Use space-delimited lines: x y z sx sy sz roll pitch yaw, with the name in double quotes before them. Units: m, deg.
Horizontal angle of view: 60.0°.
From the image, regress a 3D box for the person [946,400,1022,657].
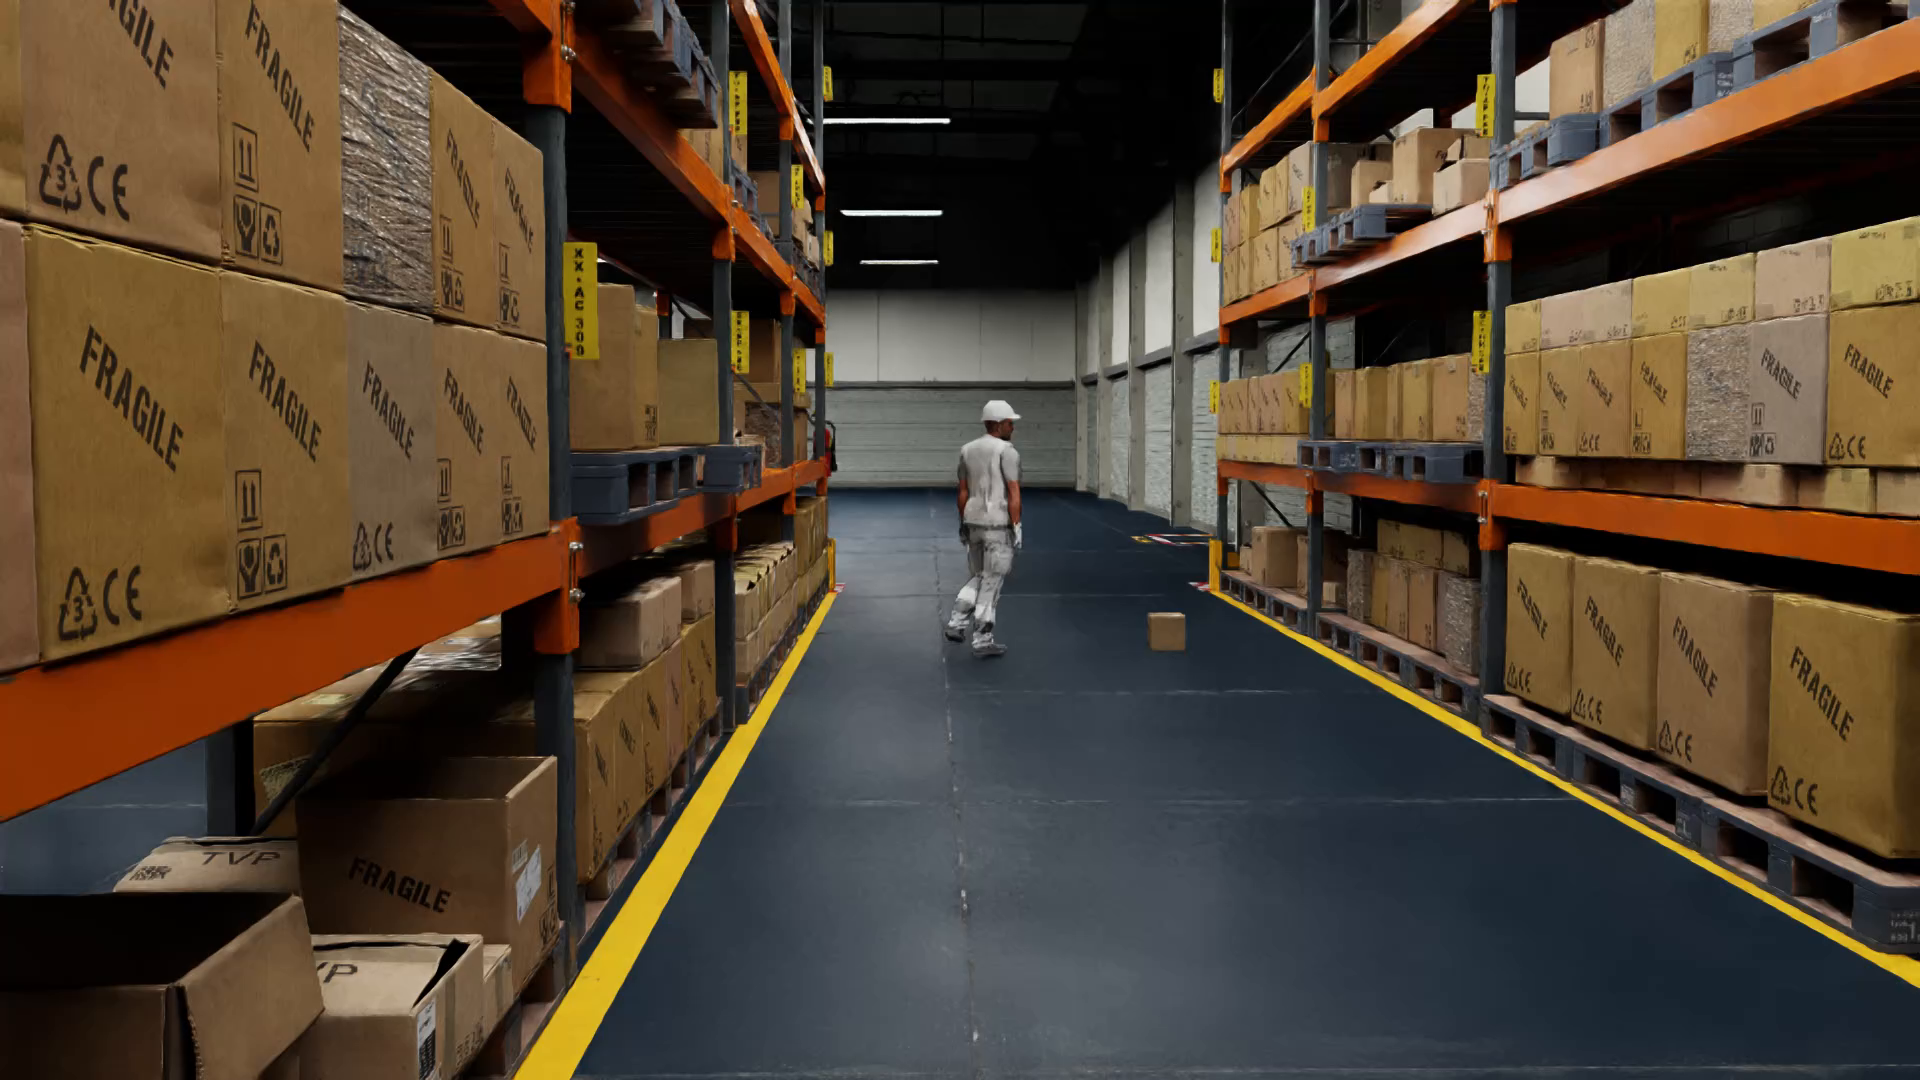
"person" 0.190 -0.085 11.624 0.633 1.785 0.449 4 5 44
